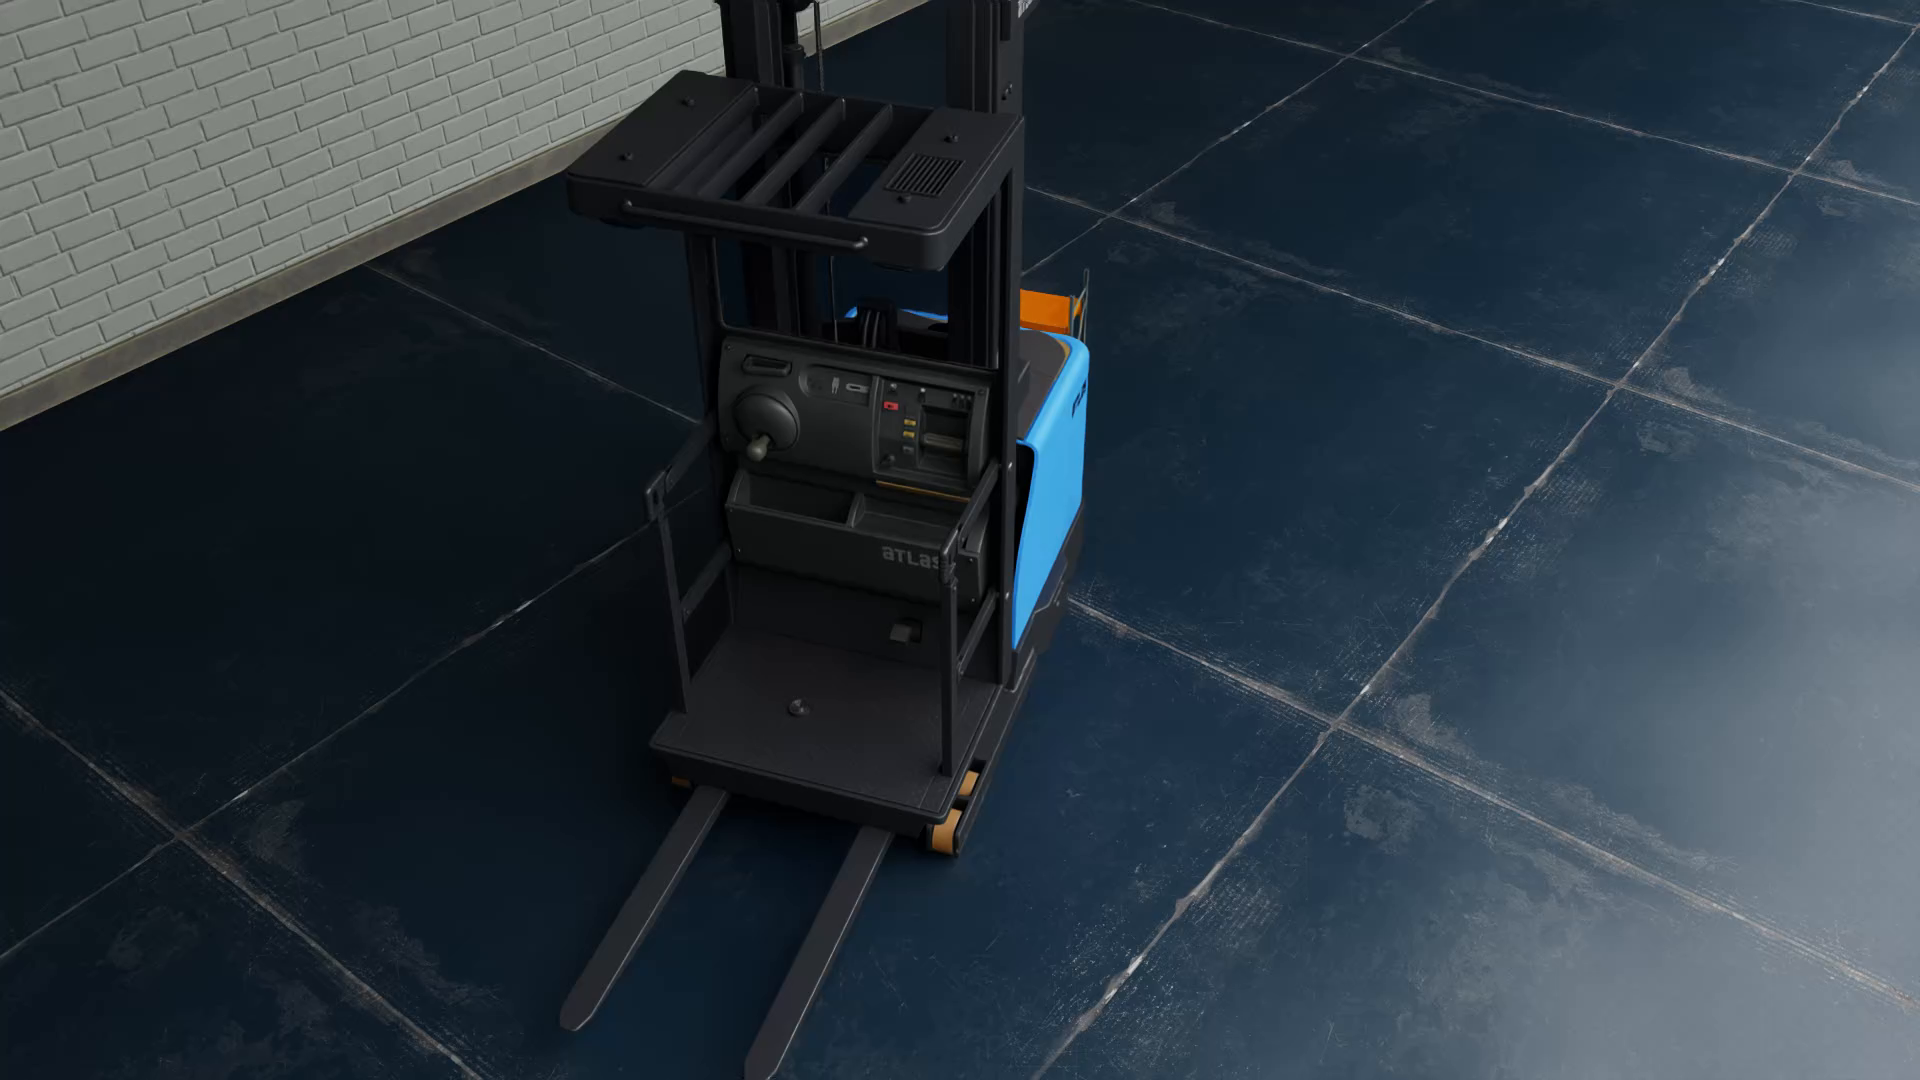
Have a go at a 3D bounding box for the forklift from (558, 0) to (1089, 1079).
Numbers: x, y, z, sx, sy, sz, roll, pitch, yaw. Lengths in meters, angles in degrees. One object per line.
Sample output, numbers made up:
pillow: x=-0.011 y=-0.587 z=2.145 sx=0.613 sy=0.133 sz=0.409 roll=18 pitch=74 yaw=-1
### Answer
forklift: x=-0.423 y=-0.333 z=5.298 sx=1.130 sy=2.935 sz=3.031 roll=11 pitch=39 yaw=14

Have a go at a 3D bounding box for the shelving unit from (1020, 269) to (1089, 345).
shelving unit: x=0.243 y=-0.597 z=7.038 sx=0.503 sy=1.200 sz=0.258 roll=11 pitch=39 yaw=14

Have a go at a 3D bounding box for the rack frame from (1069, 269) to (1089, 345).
rack frame: x=0.474 y=-0.549 z=6.978 sx=0.015 sy=1.200 sz=0.240 roll=11 pitch=39 yaw=14

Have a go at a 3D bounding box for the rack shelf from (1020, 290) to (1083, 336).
rack shelf: x=0.243 y=-0.907 z=6.797 sx=0.480 sy=0.148 sz=0.258 roll=11 pitch=39 yaw=14
